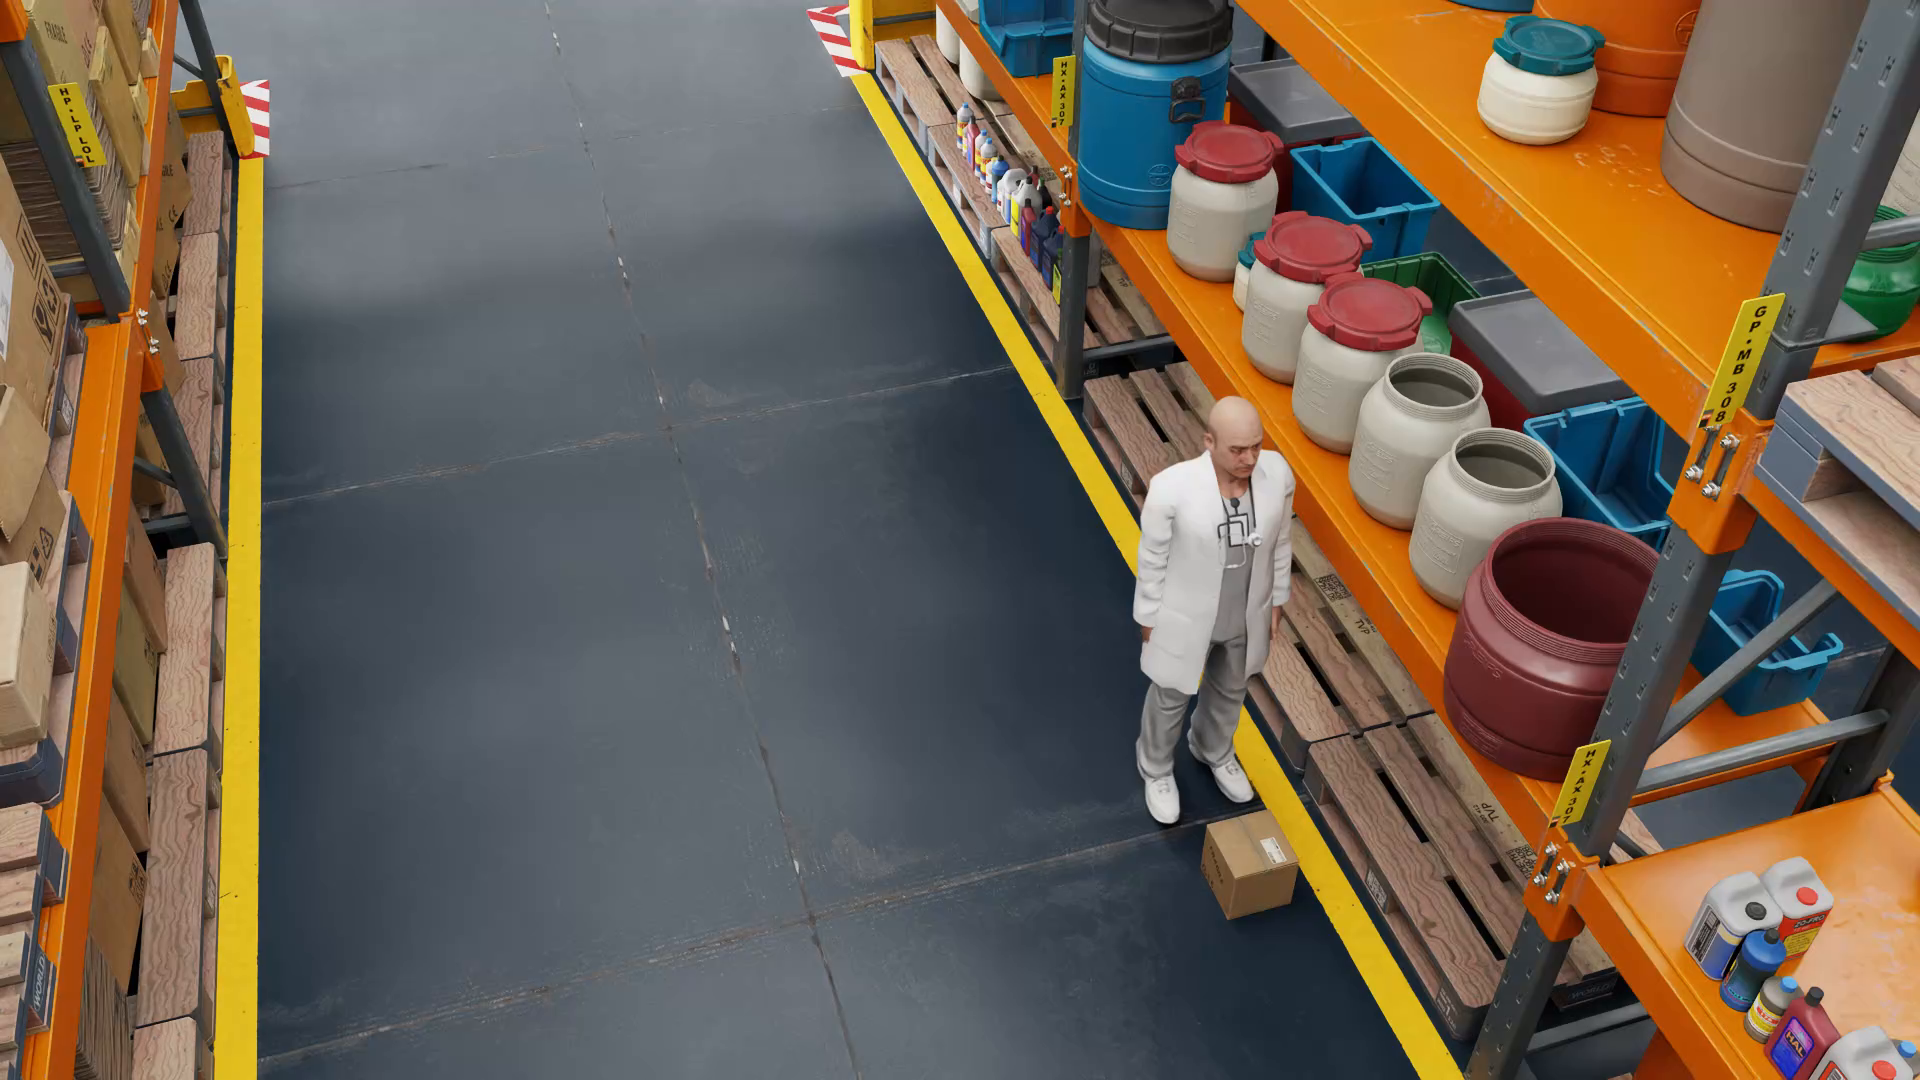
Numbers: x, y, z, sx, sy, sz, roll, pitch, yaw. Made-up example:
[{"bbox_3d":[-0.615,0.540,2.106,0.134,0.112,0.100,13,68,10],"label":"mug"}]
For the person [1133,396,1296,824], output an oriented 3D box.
[{"bbox_3d":[0.902,0.271,5.849,0.573,1.780,0.388,-11,43,-12],"label":"person"}]
